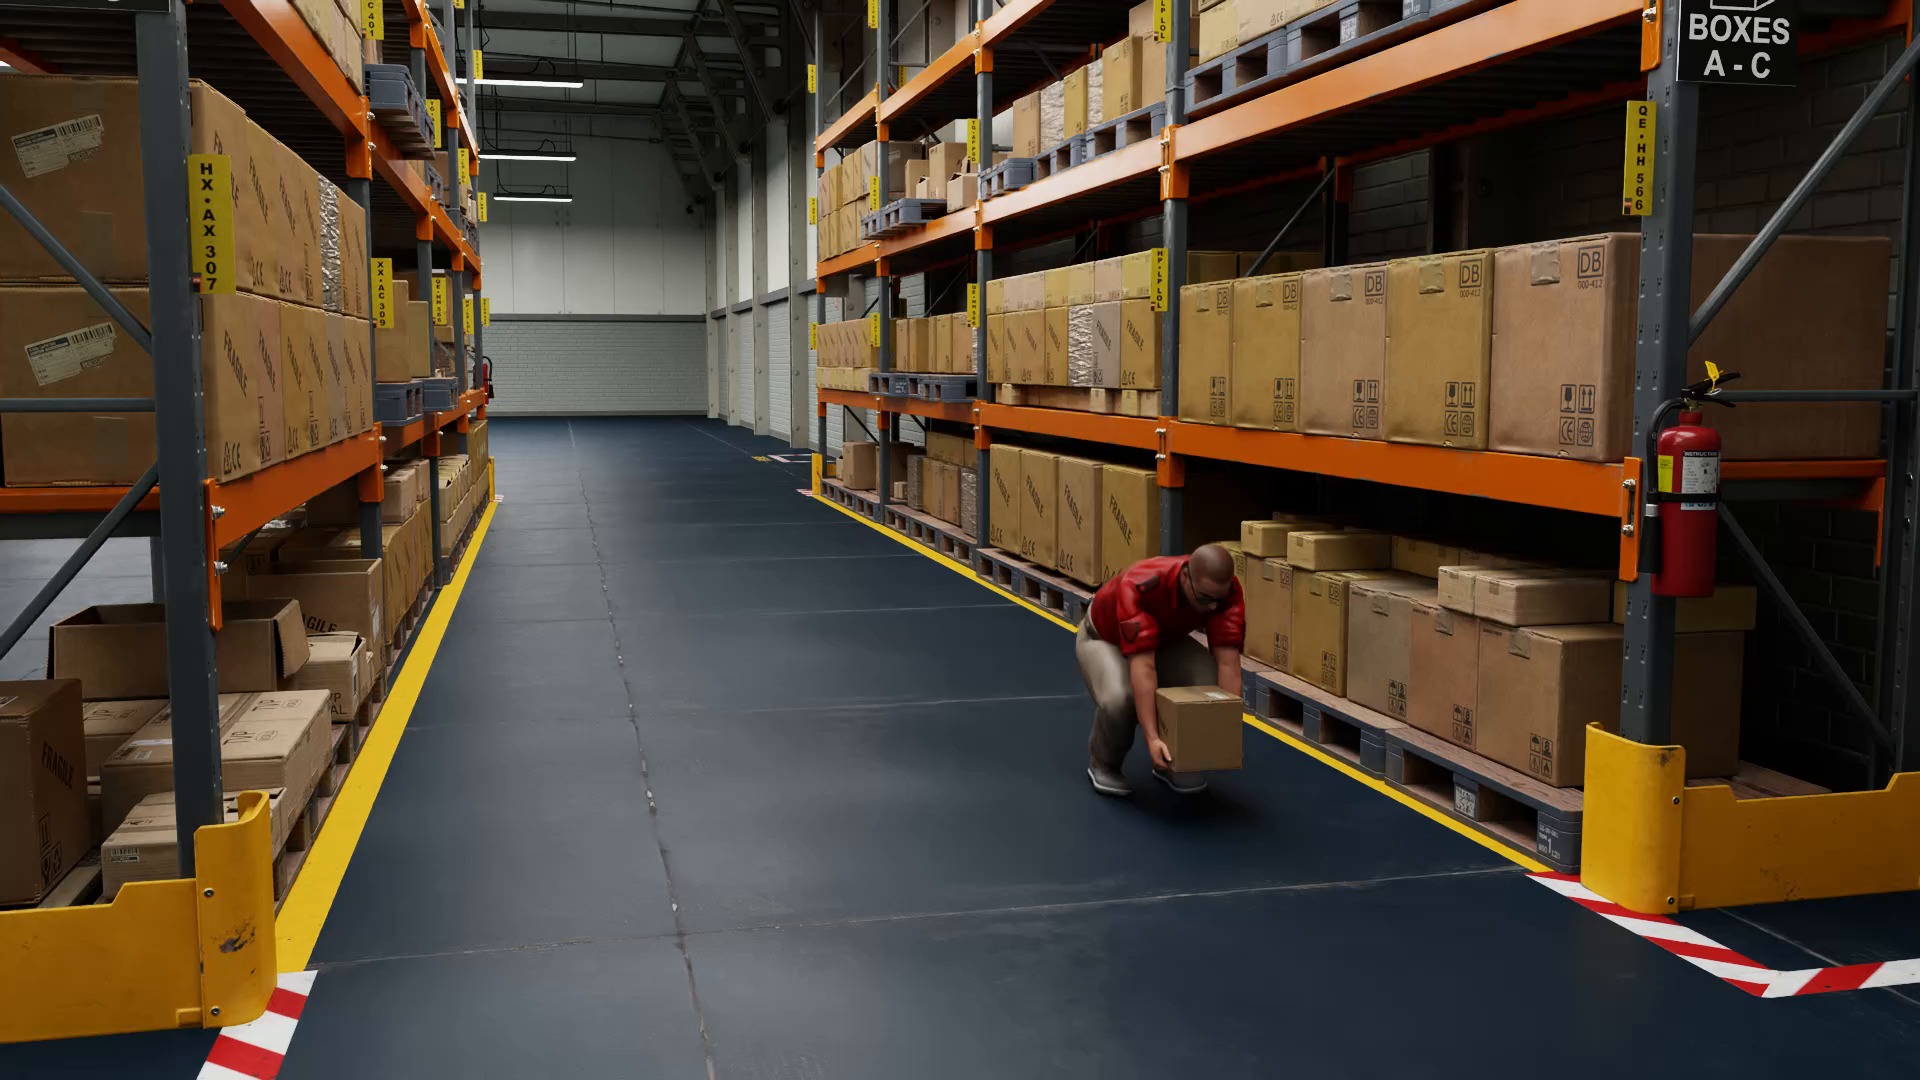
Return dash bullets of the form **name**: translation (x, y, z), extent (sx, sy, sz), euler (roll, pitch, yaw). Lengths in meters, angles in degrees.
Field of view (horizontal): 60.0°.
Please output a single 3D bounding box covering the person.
- **person**: translation (0.747, 0.470, 6.180), extent (0.531, 0.984, 0.891), euler (-2, 6, -15)
